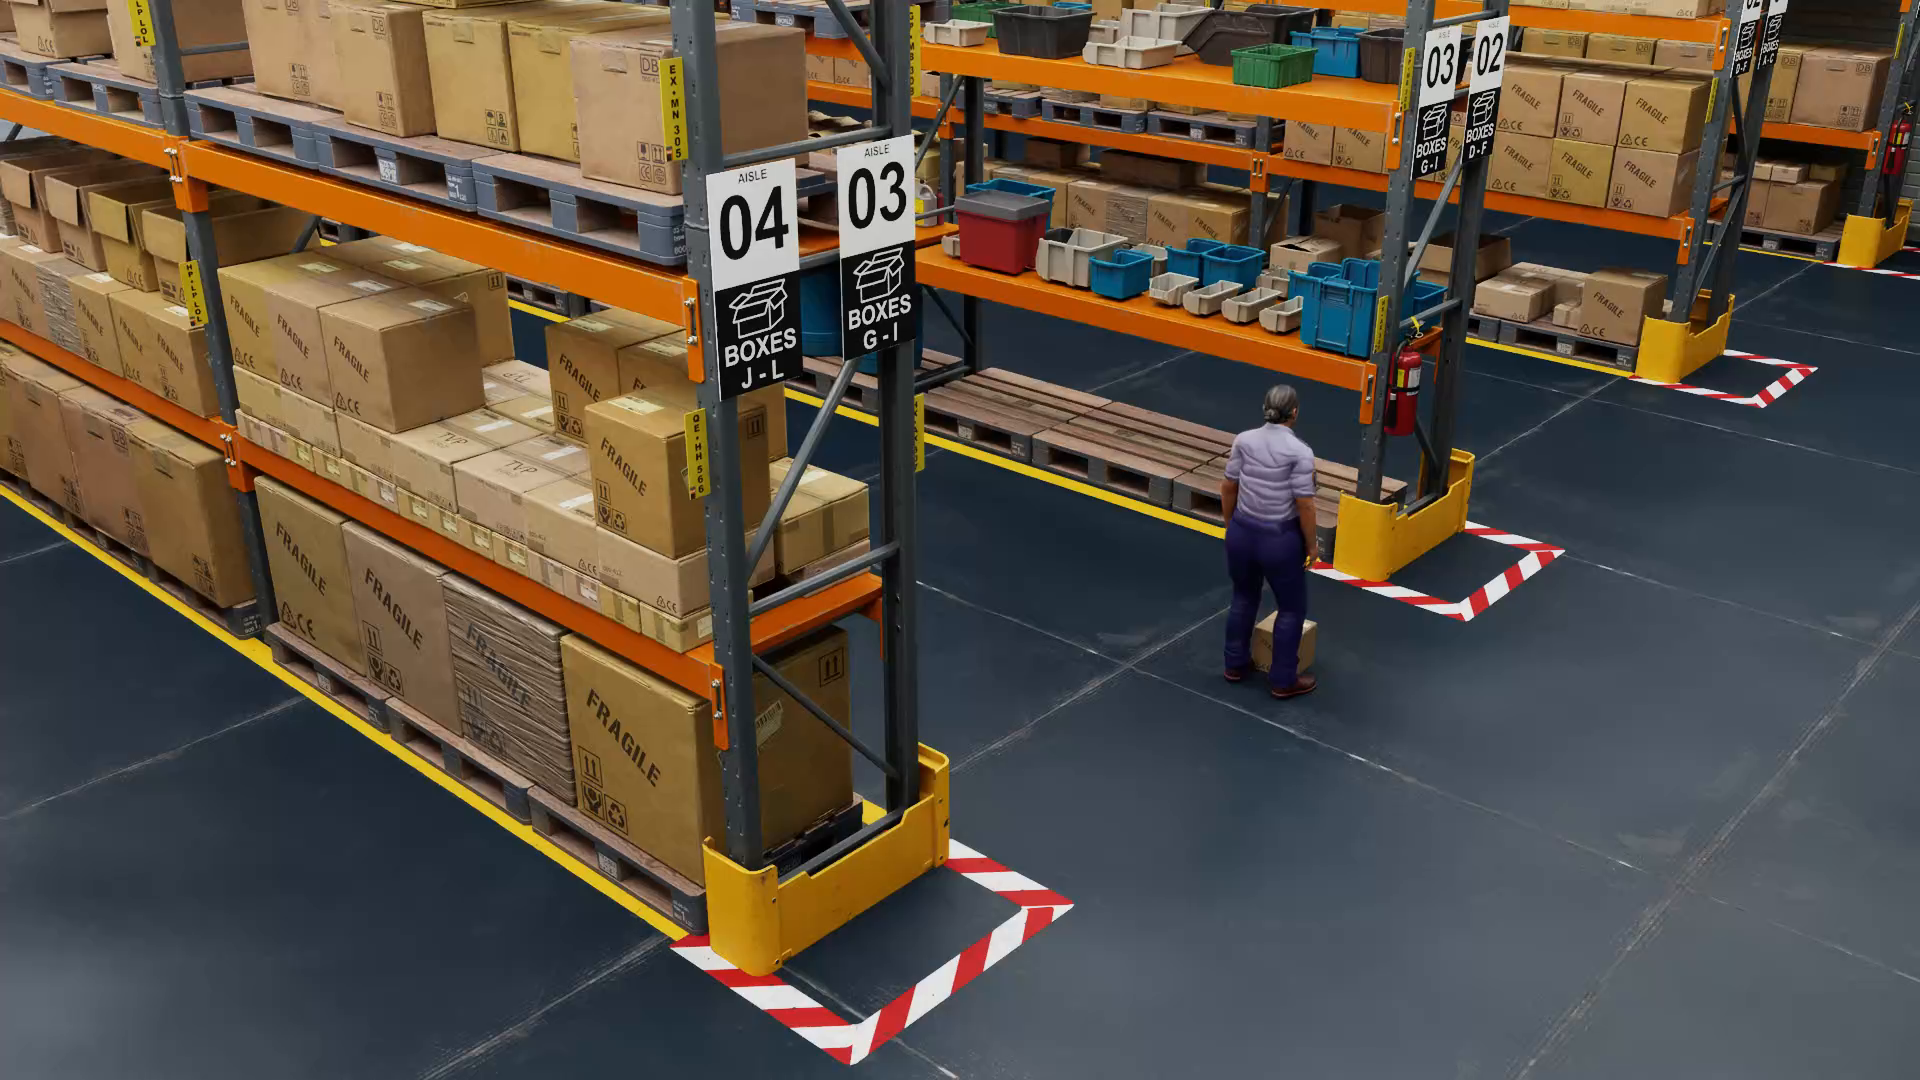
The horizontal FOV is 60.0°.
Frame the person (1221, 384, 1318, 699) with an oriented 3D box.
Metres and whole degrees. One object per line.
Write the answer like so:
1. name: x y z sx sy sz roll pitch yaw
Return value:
1. person: 1.605 0.005 8.599 0.564 1.652 0.369 18 30 35
